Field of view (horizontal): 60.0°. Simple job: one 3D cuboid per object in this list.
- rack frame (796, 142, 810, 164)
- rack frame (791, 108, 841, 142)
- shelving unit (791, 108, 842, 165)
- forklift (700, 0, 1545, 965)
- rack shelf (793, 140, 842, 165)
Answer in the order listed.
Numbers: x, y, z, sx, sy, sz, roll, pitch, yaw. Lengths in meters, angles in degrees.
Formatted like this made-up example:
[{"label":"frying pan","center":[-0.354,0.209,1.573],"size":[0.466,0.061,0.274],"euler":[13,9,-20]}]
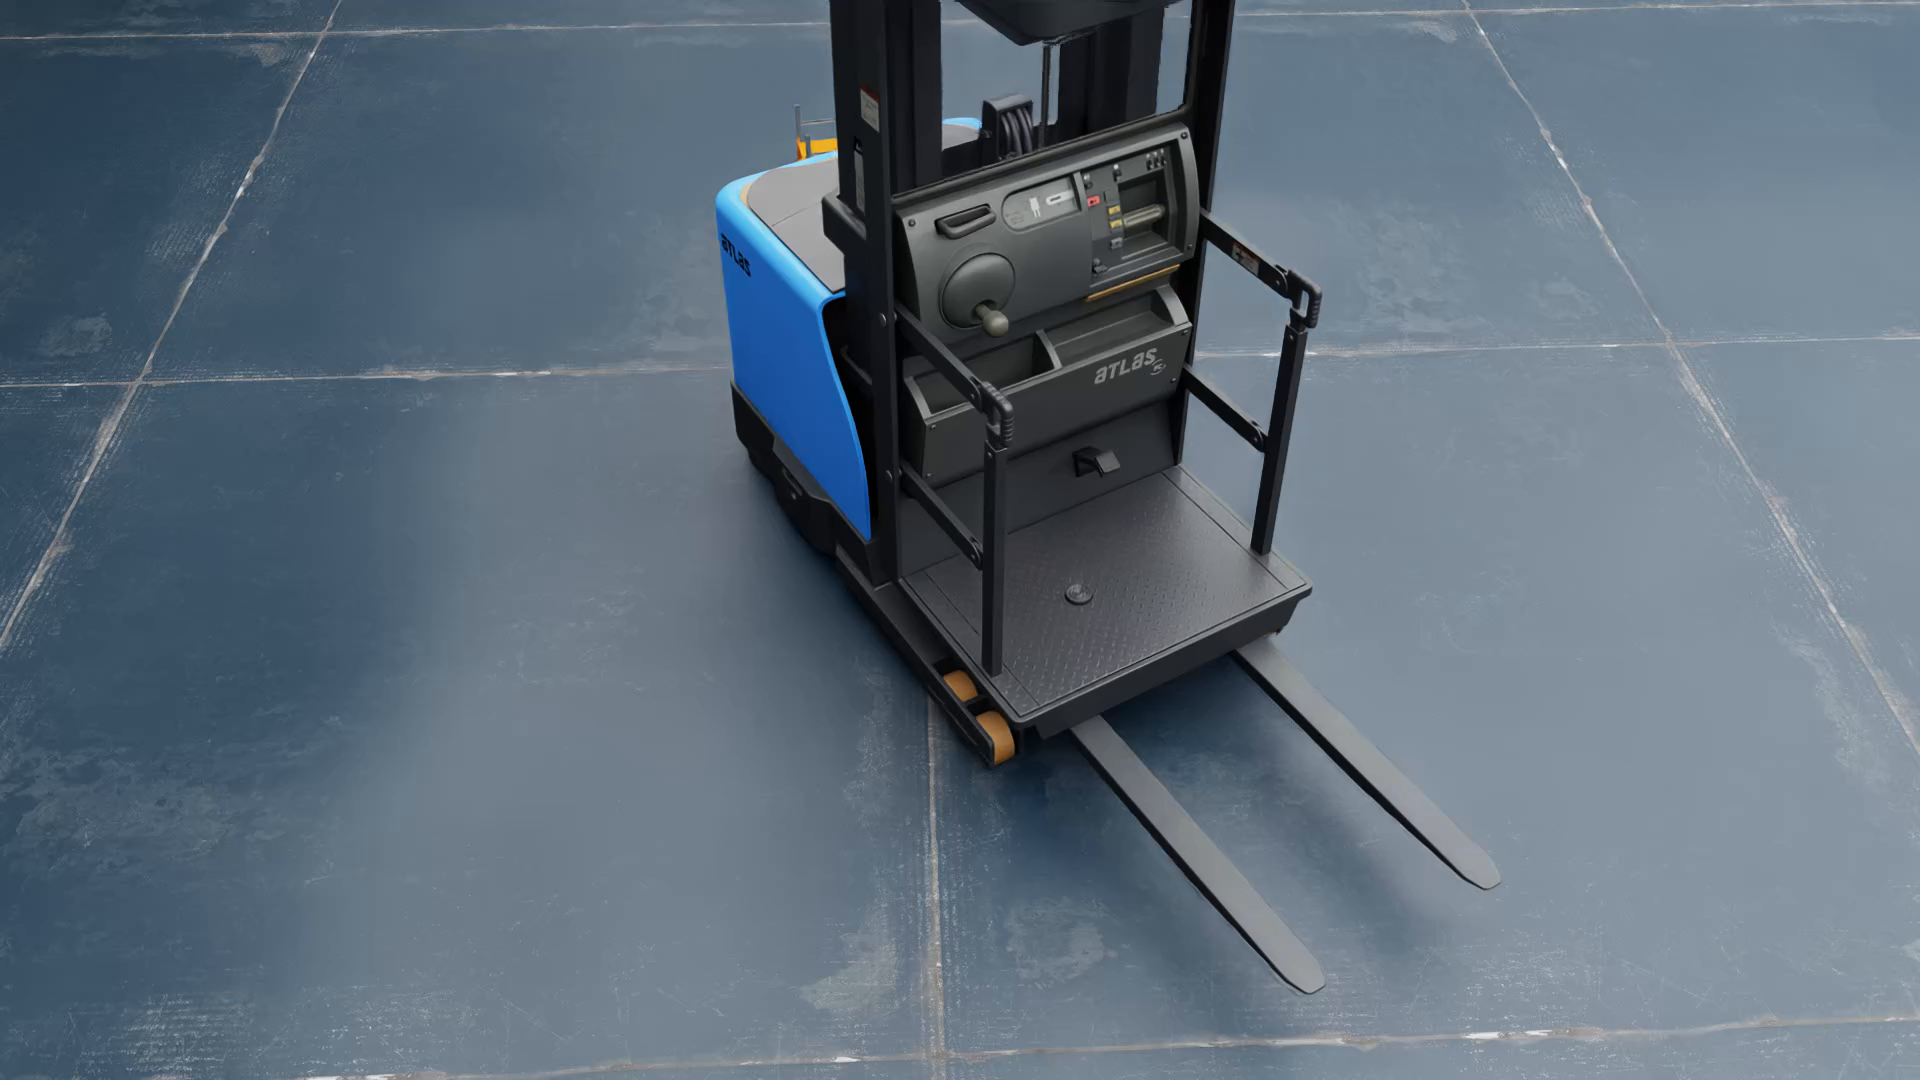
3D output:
[{"label":"rack frame","center":[-0.455,-0.980,6.041],"size":[0.200,1.050,0.008],"euler":[-6,43,-6]},{"label":"rack frame","center":[-0.492,-1.143,6.219],"size":[0.200,1.050,0.008],"euler":[-6,43,-6]},{"label":"shelving unit","center":[-0.473,-1.062,6.130],"size":[0.215,1.050,0.252],"euler":[-6,43,-6]},{"label":"forklift","center":[0.426,-0.788,4.441],"size":[1.130,2.935,3.031],"euler":[-27,49,-26]},{"label":"rack shelf","center":[-0.476,-1.263,5.945],"size":[0.215,0.259,0.240],"euler":[-6,43,-6]}]
